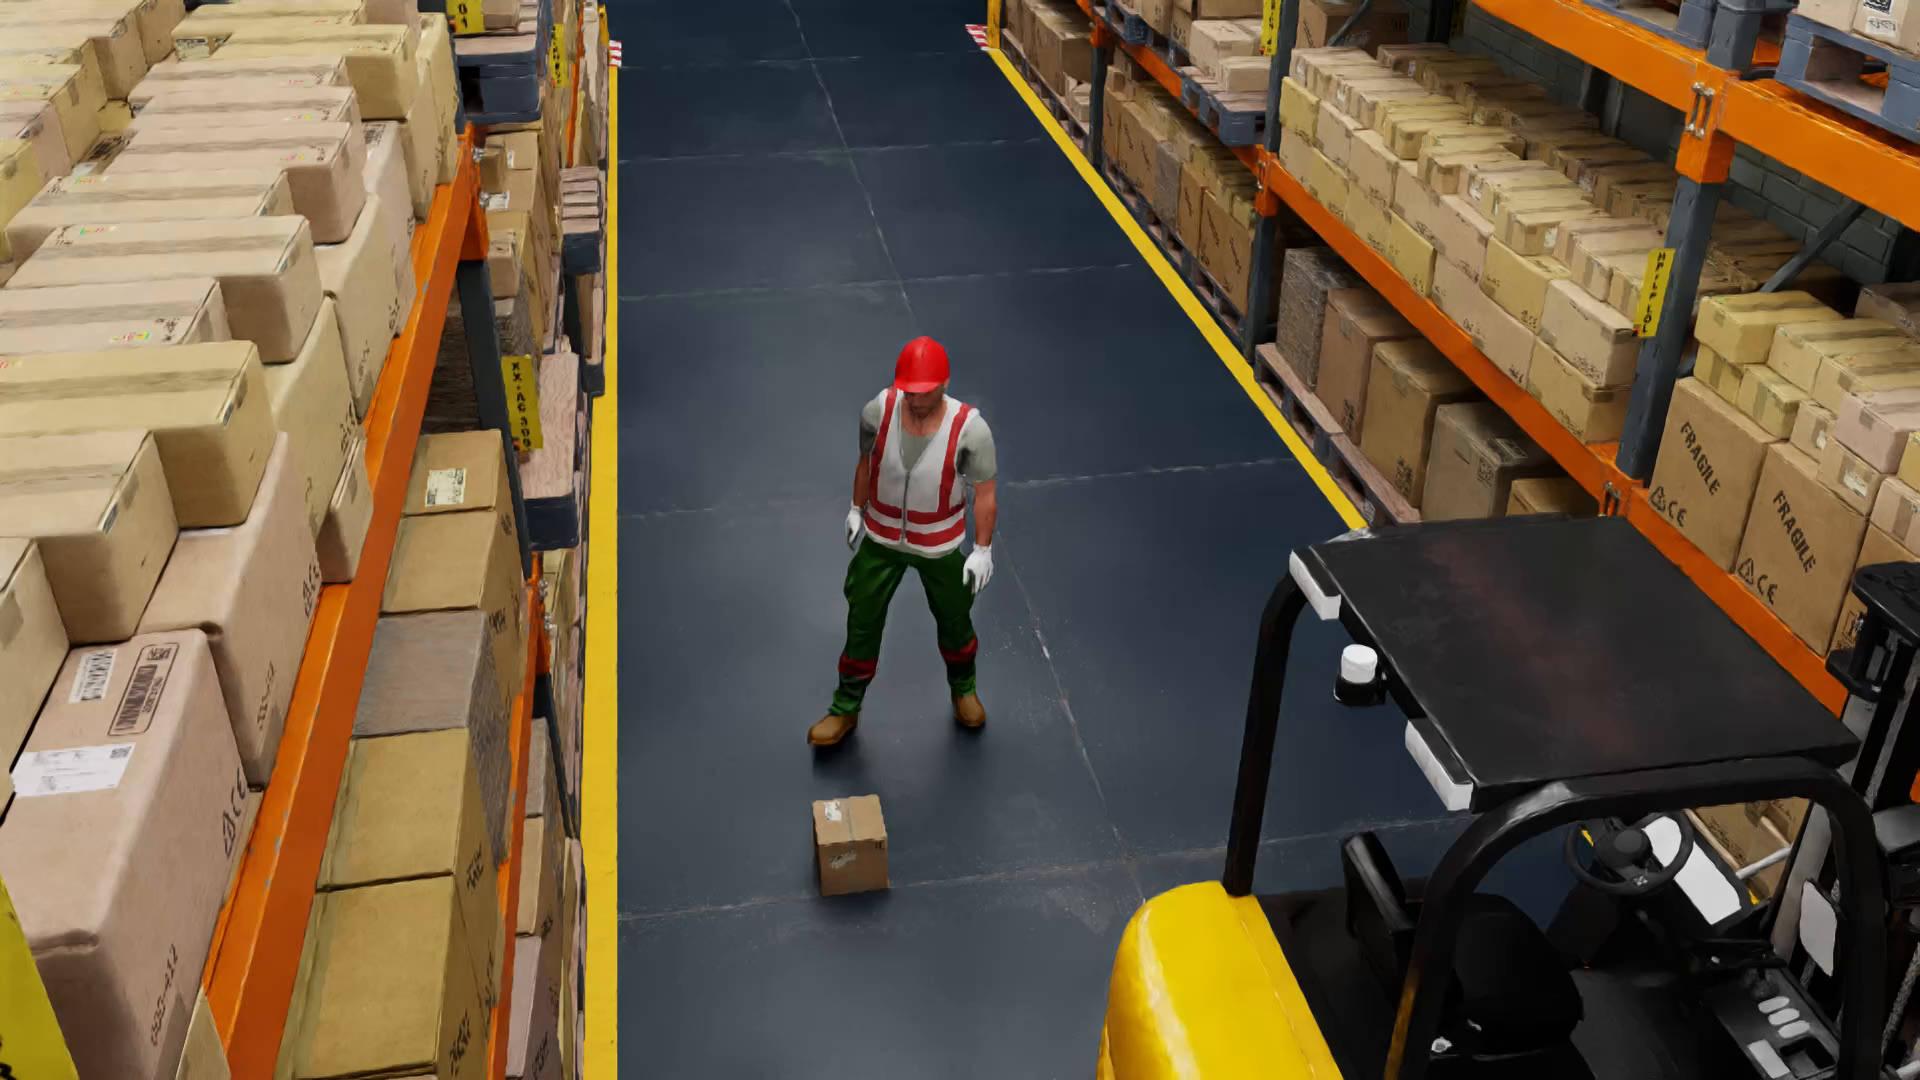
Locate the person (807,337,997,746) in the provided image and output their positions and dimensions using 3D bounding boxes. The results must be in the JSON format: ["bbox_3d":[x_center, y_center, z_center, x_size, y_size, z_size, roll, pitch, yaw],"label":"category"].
[{"bbox_3d":[-0.220,0.018,6.544,0.715,1.769,0.631,8,31,14],"label":"person"}]
